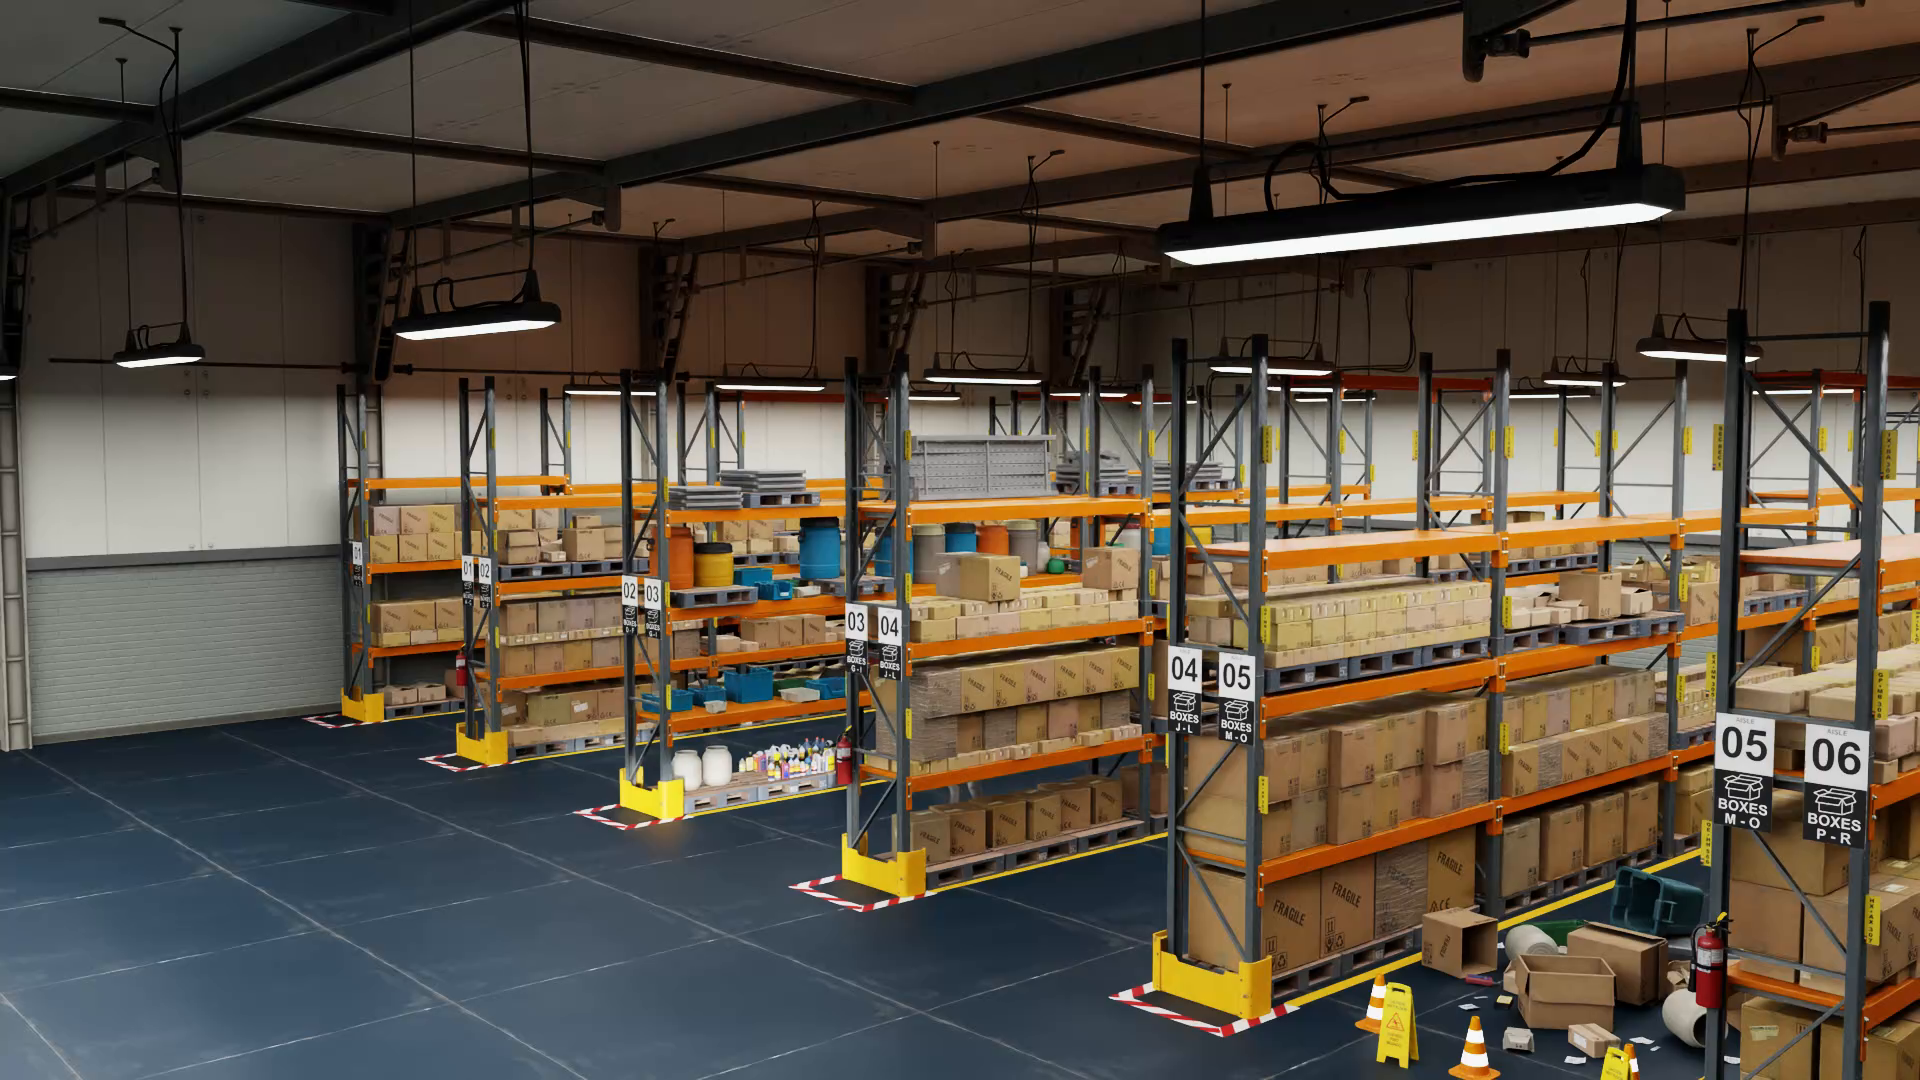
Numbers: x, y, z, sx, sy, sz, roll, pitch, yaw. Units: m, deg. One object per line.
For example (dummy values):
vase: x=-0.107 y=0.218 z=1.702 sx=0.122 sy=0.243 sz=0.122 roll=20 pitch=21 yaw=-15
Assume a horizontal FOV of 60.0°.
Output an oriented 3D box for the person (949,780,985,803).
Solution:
person: x=0.062 y=2.851 z=21.919 sx=0.632 sy=1.799 sz=0.591 roll=-2 pitch=4 yaw=-30
